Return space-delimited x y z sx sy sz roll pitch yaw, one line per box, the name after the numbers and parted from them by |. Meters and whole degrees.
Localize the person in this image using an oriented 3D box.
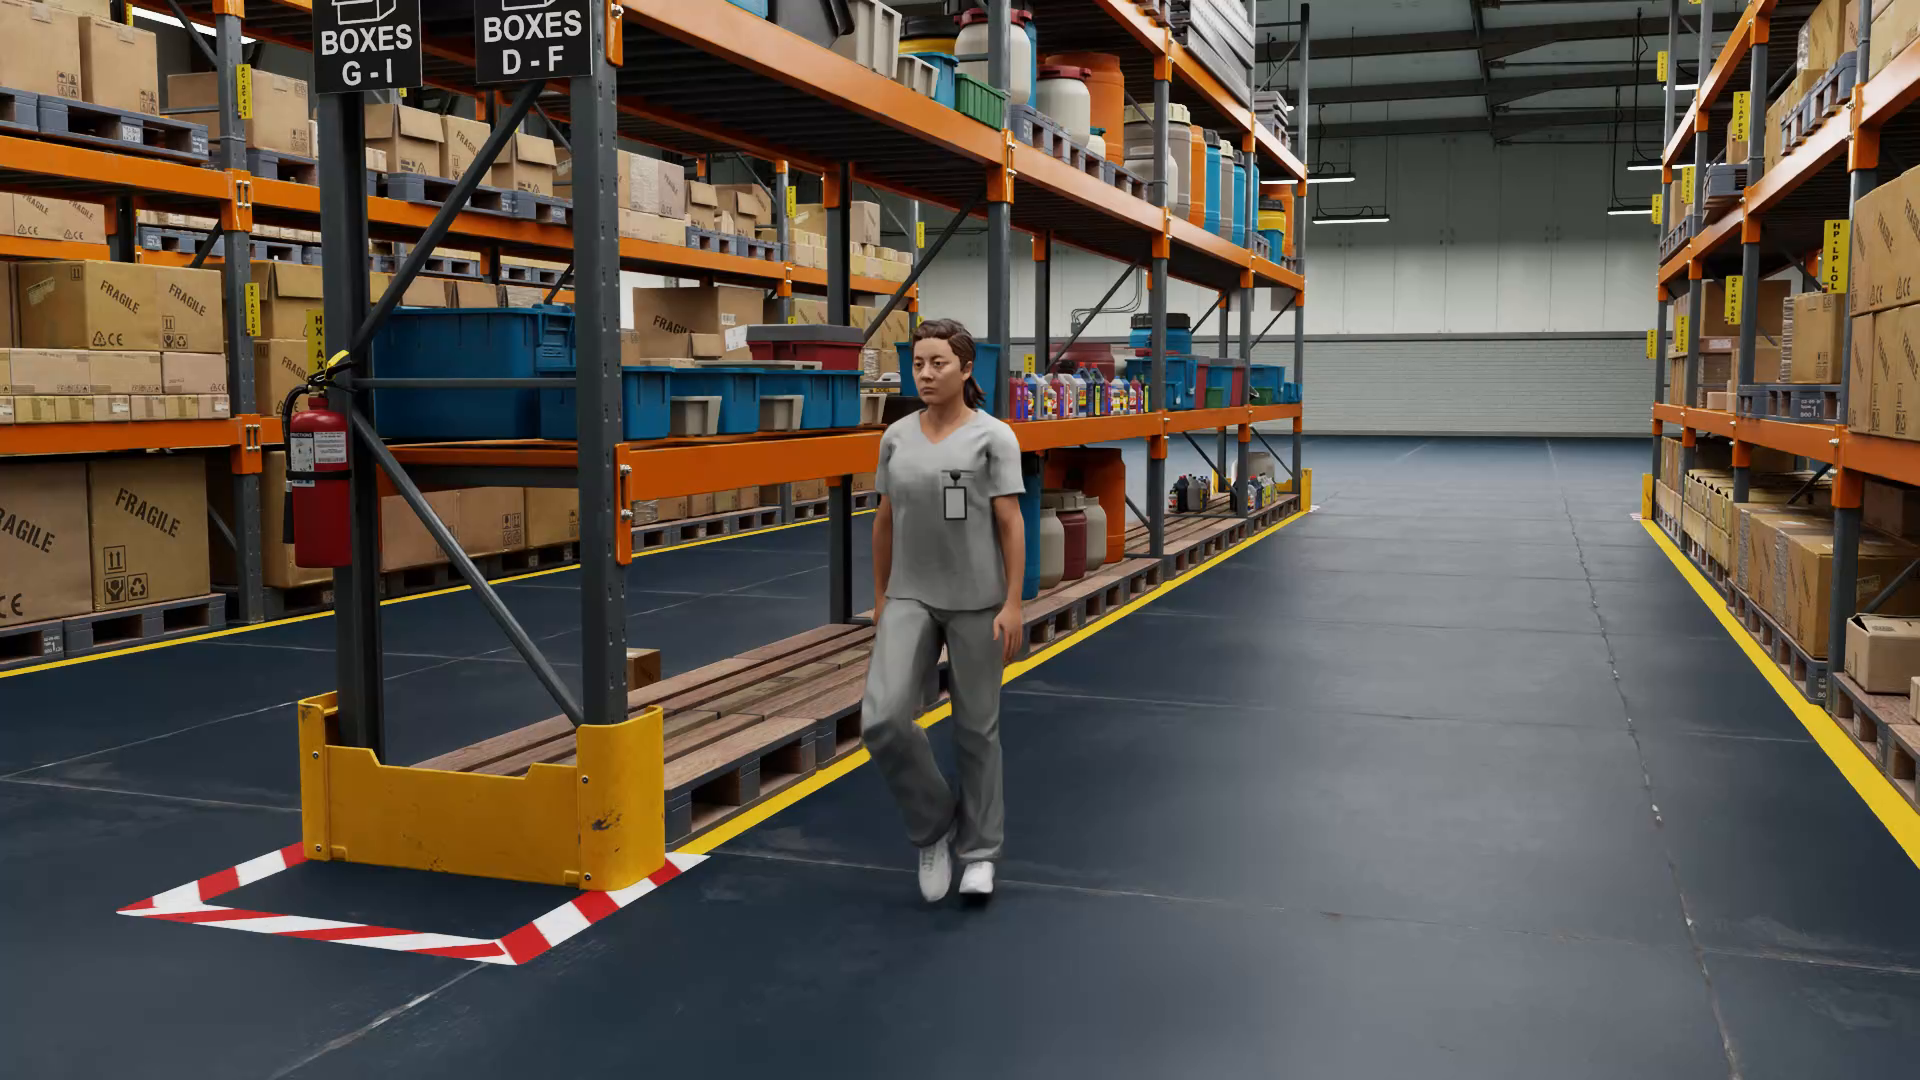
-0.046 0.213 4.773 0.492 1.683 0.486 1 5 15 | person
